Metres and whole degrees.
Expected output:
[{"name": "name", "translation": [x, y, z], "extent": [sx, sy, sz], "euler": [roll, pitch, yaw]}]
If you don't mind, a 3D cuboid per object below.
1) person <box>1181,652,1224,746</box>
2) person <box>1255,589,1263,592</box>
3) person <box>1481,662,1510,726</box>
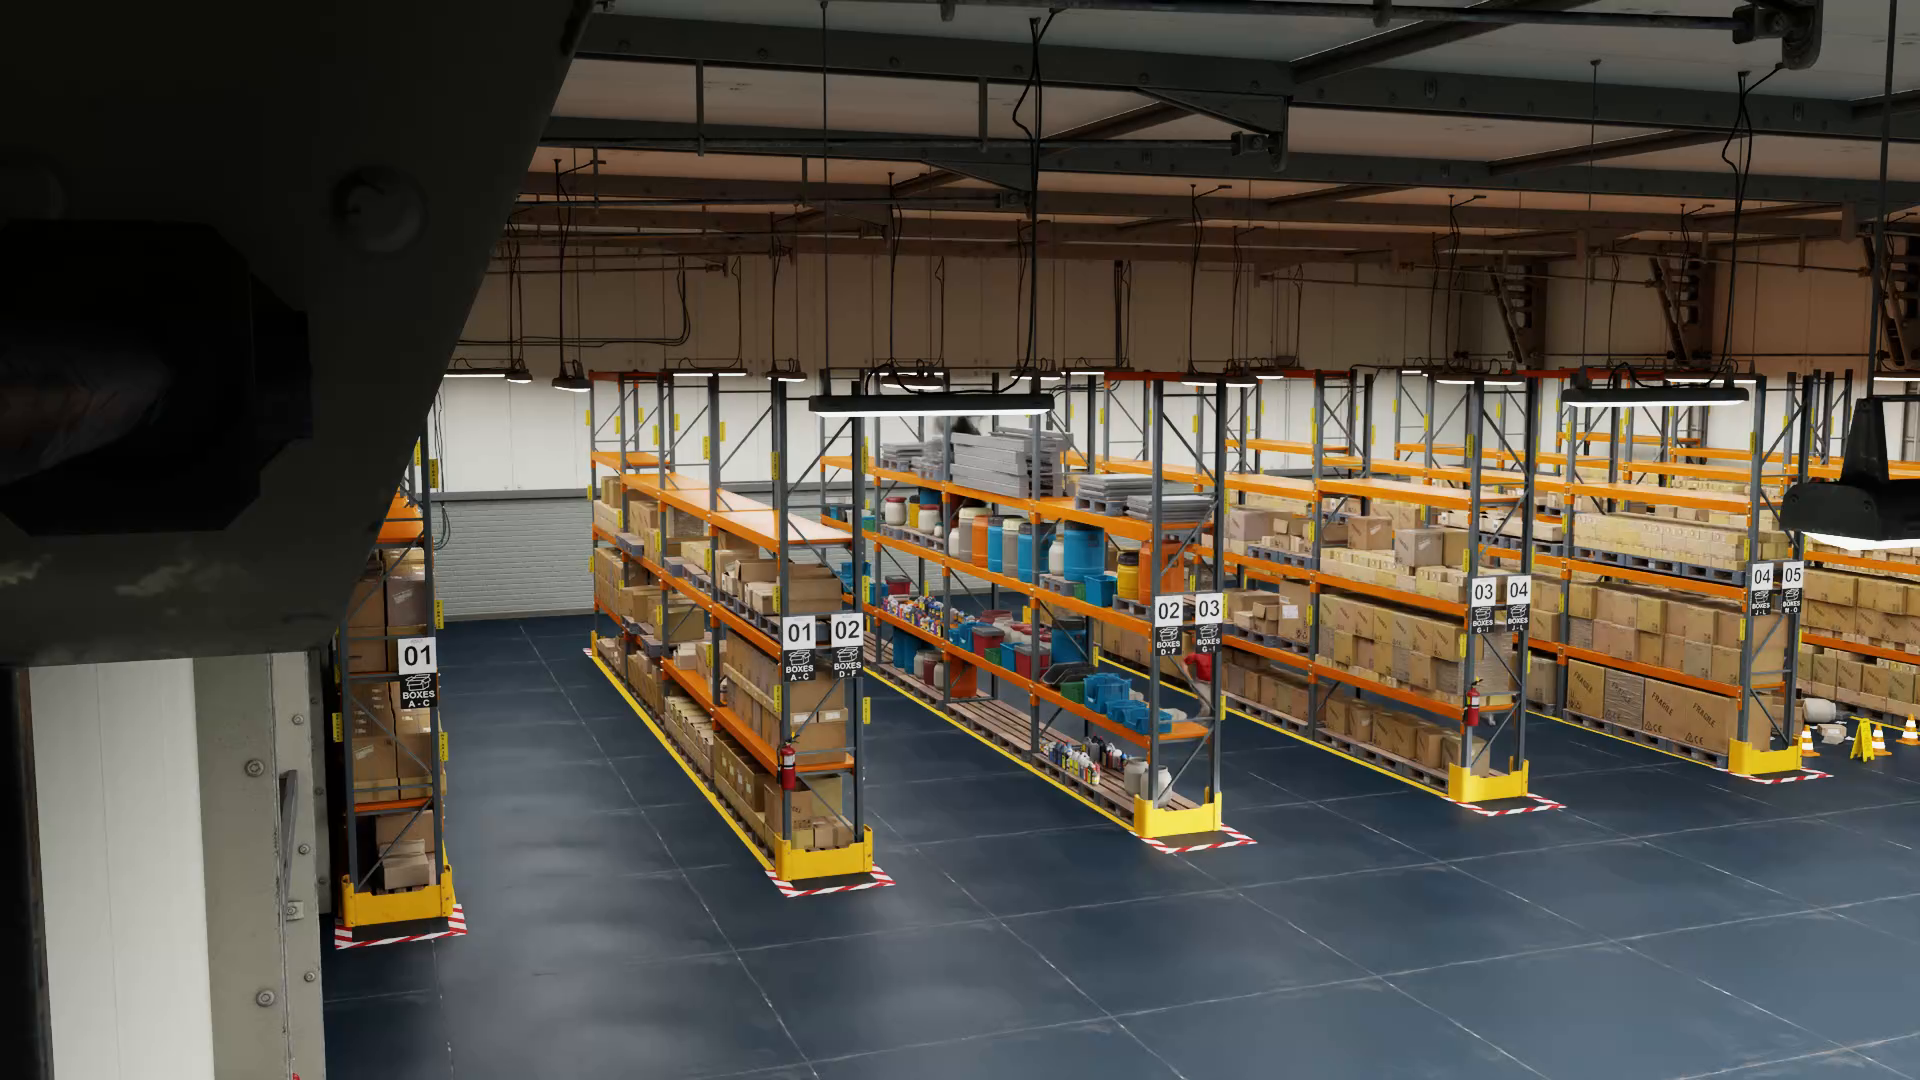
[{"name": "person", "translation": [4.033, 2.454, 27.167], "extent": [0.631, 1.797, 0.753], "euler": [-4, 8, -32]}, {"name": "person", "translation": [6.021, 1.789, 33.488], "extent": [0.578, 1.618, 0.567], "euler": [-3, 7, -26]}, {"name": "person", "translation": [9.143, 2.313, 28.567], "extent": [0.543, 1.741, 0.725], "euler": [-4, 7, -31]}]
